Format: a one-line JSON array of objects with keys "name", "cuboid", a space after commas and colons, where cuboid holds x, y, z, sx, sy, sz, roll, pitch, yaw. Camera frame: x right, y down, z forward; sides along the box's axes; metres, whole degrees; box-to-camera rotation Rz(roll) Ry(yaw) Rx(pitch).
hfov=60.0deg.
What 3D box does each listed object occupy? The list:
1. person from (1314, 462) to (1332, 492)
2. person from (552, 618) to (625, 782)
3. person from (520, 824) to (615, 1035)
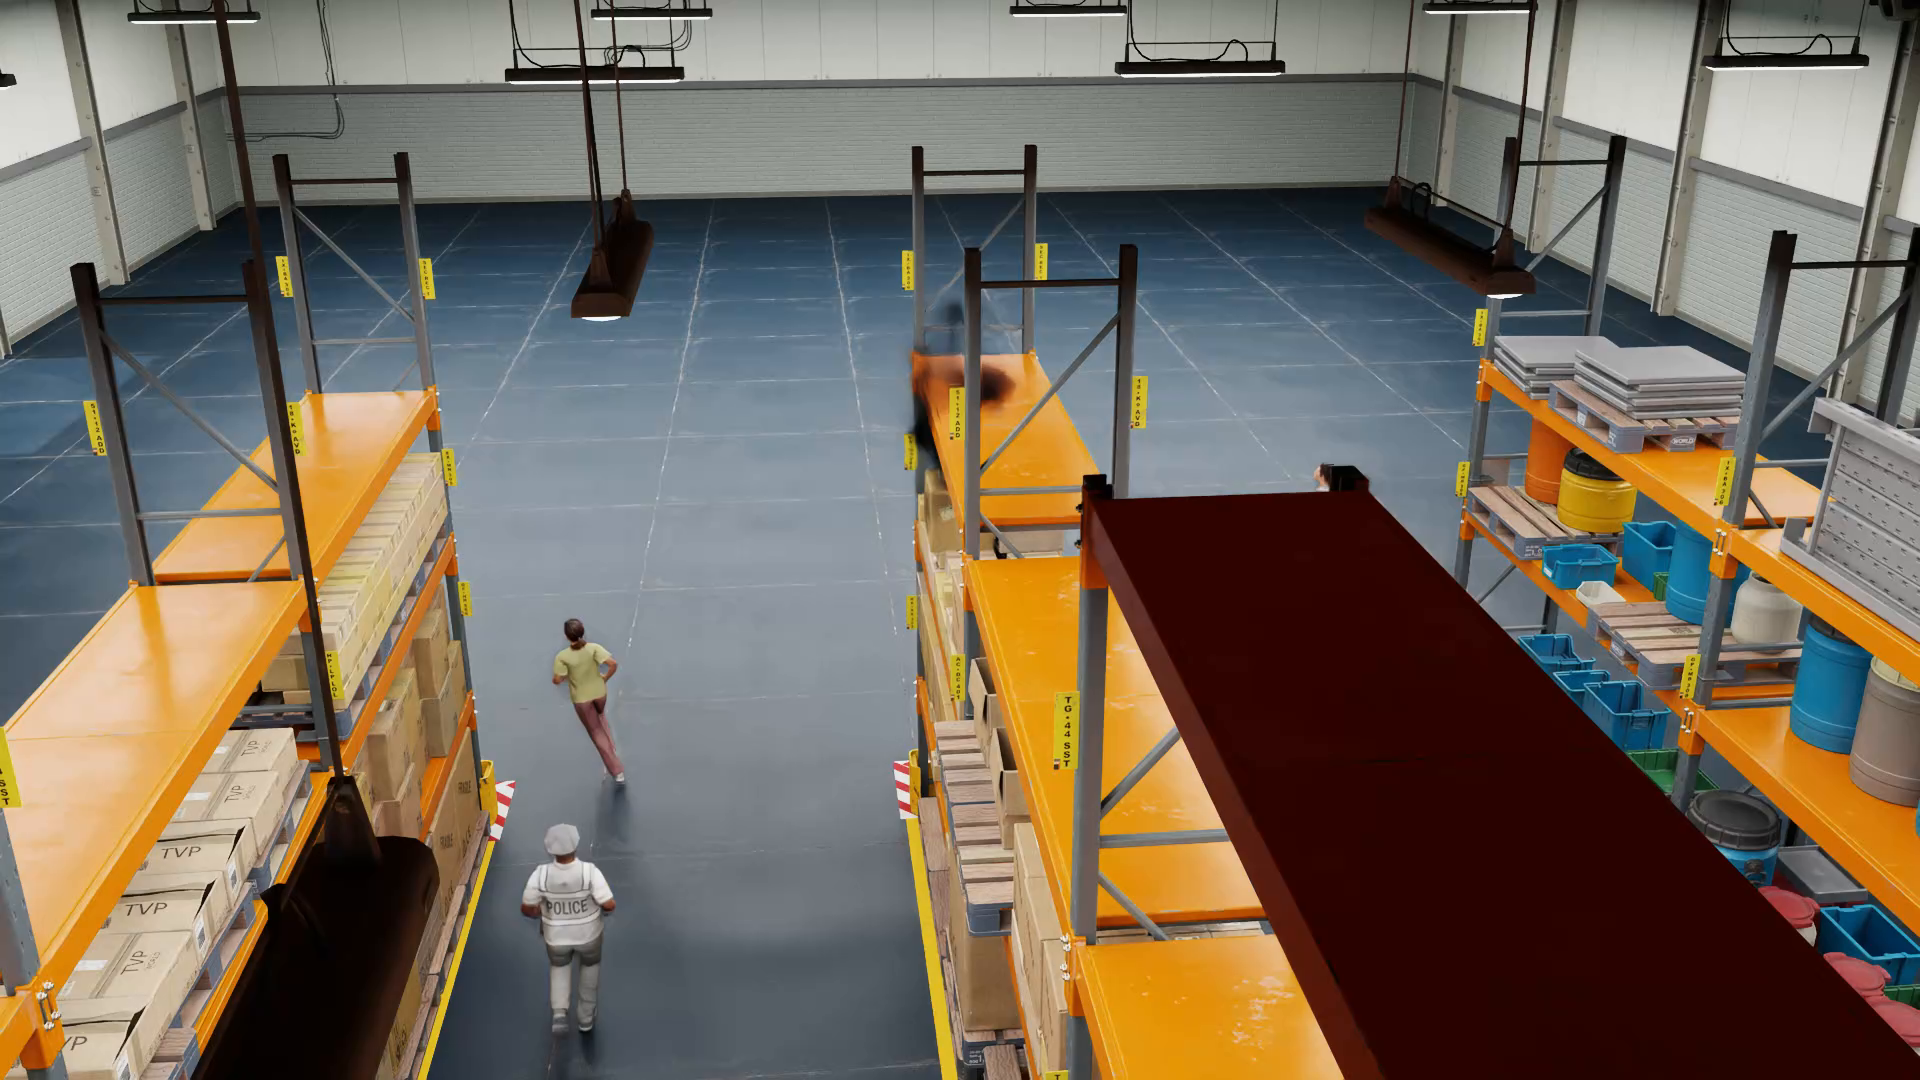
[{"name": "person", "cuboid": [4.330, -0.085, 19.647, 0.767, 1.715, 0.550, 9, 23, 21]}, {"name": "person", "cuboid": [-3.491, 1.527, 15.606, 0.598, 1.674, 0.685, -13, 25, -30]}, {"name": "person", "cuboid": [-2.827, 2.833, 12.139, 0.660, 1.721, 0.604, -2, 22, -5]}]
